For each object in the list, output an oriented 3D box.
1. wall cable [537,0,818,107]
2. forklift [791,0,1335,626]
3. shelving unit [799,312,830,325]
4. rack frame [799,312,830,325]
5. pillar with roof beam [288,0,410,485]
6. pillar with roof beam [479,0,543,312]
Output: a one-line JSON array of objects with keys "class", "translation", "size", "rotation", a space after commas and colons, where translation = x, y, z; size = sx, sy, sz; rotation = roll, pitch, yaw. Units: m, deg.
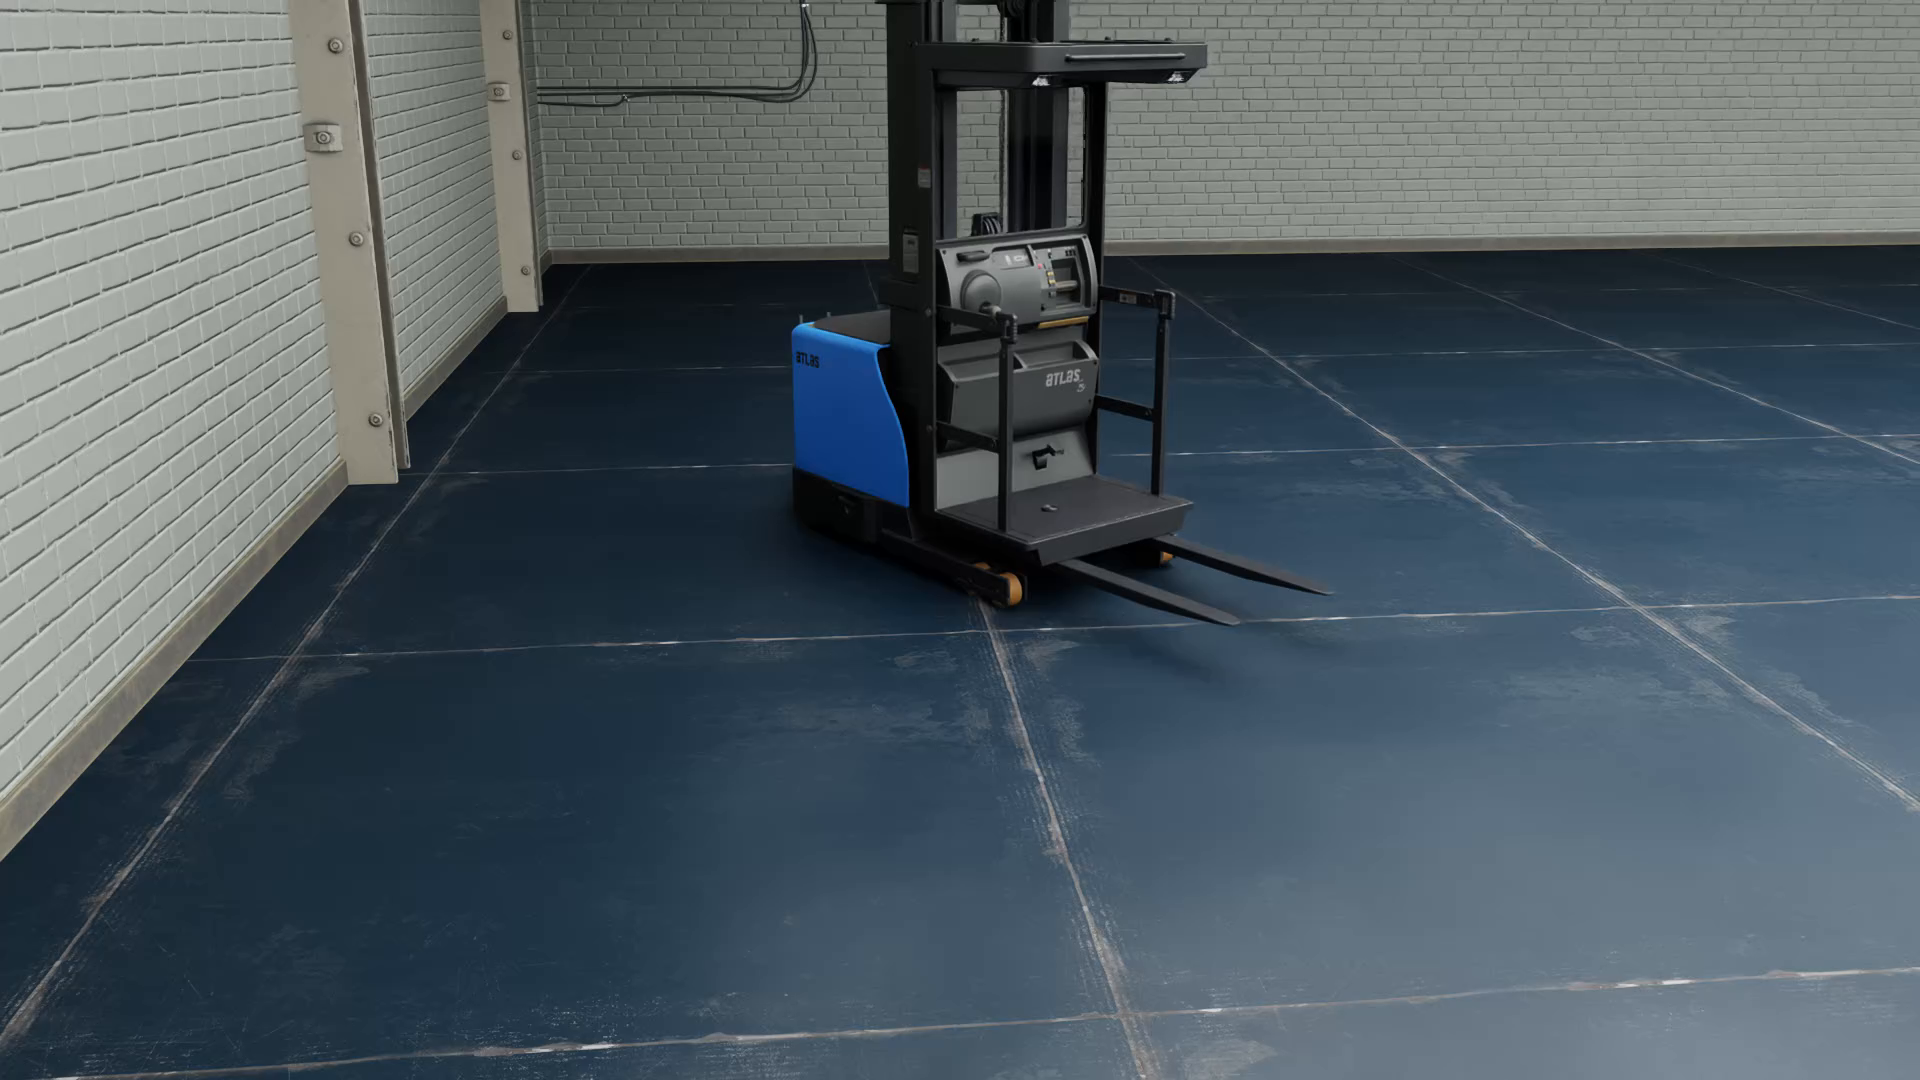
[{"class": "wall cable", "translation": [-3.081, -5.904, 17.645], "size": [3.097, 2.526, 0.112], "rotation": [-2, 18, -6]}, {"class": "forklift", "translation": [0.421, -1.251, 7.769], "size": [1.130, 2.935, 3.031], "rotation": [-14, 22, -37]}, {"class": "shelving unit", "translation": [-0.721, -0.712, 9.191], "size": [0.215, 1.050, 0.252], "rotation": [-14, 22, -37]}, {"class": "rack frame", "translation": [-0.797, -0.740, 9.282], "size": [0.200, 1.050, 0.008], "rotation": [-14, 22, -37]}, {"class": "pillar with roof beam", "translation": [0.809, -4.813, 8.983], "size": [9.100, 9.000, 0.400], "rotation": [-2, 18, -6]}, {"class": "pillar with roof beam", "translation": [0.190, -6.600, 14.677], "size": [9.100, 9.000, 0.400], "rotation": [-2, 18, -6]}]
